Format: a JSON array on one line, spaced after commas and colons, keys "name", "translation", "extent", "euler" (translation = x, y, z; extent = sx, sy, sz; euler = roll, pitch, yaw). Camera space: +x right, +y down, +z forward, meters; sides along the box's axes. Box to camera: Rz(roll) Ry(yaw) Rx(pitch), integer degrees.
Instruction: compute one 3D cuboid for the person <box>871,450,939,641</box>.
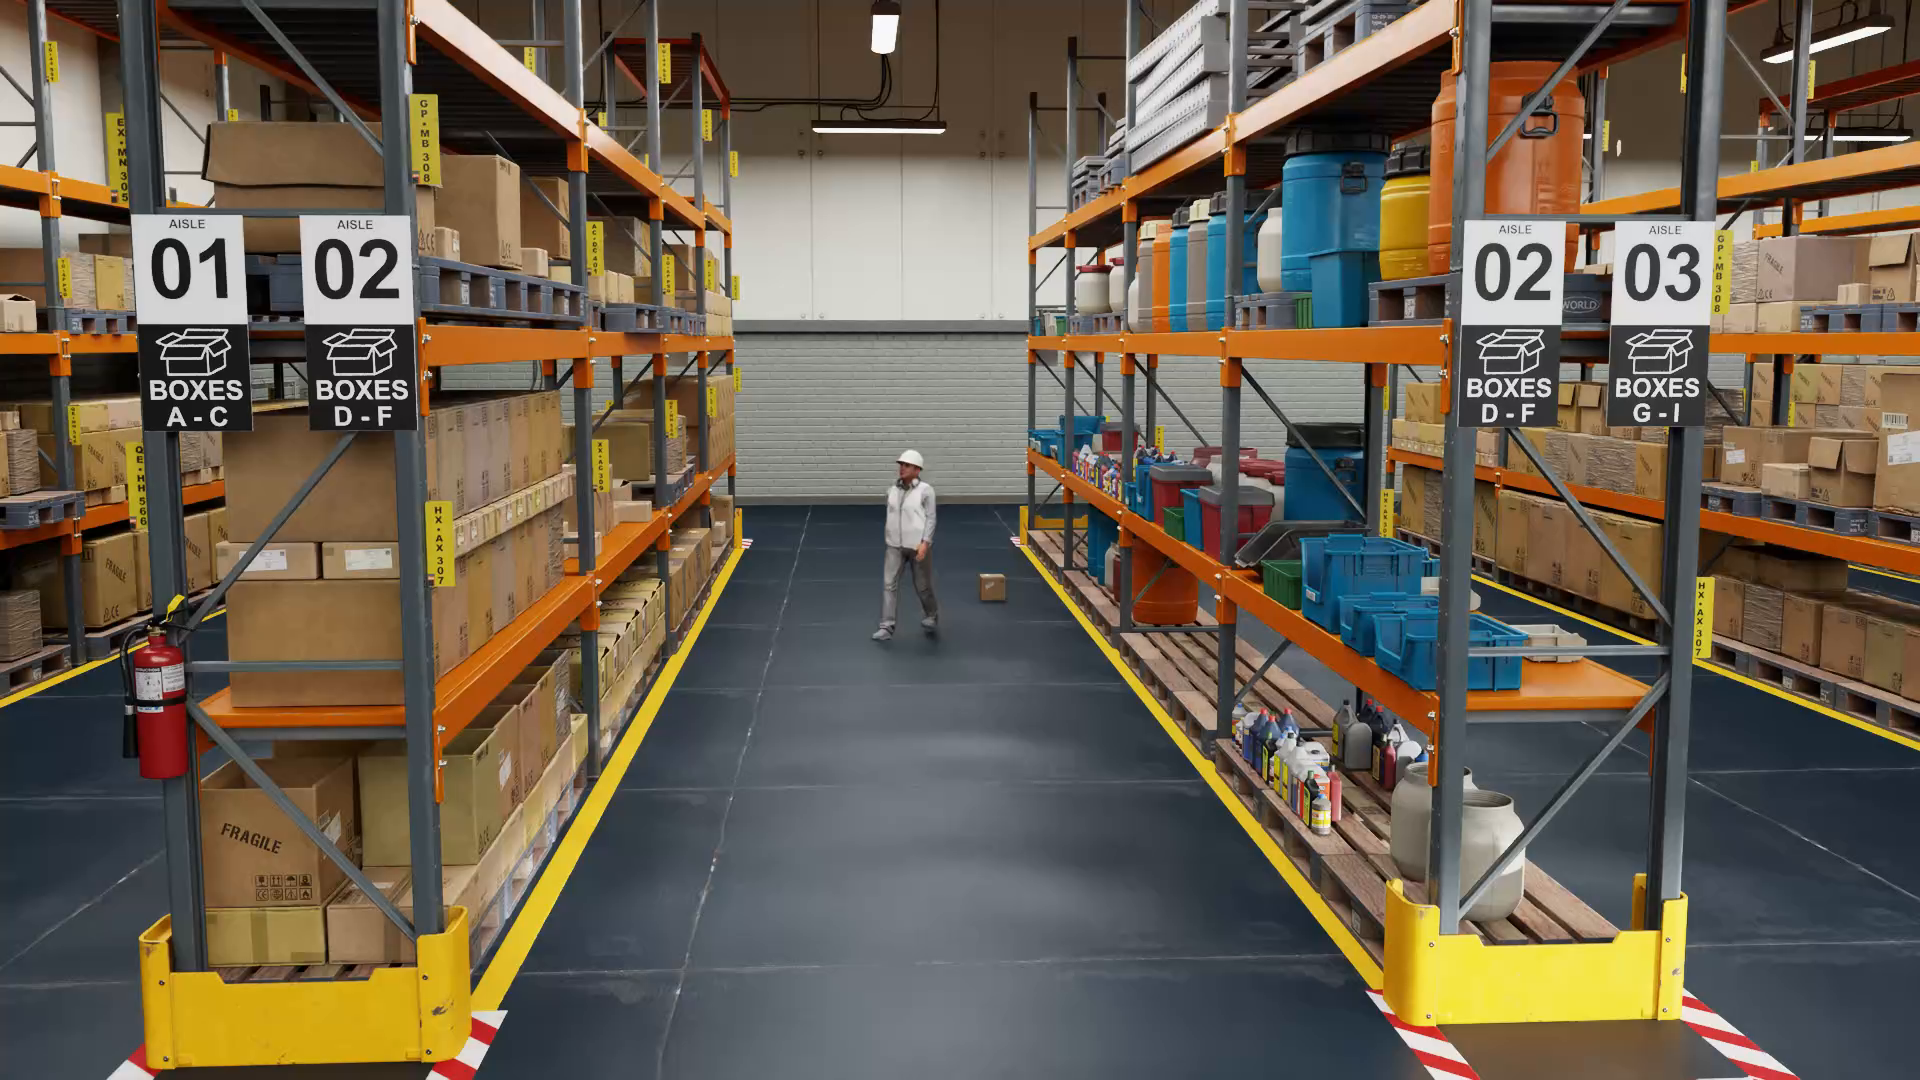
[{"name": "person", "translation": [-0.474, 0.043, 15.291], "extent": [0.539, 1.724, 1.032], "euler": [3, 7, 20]}]
